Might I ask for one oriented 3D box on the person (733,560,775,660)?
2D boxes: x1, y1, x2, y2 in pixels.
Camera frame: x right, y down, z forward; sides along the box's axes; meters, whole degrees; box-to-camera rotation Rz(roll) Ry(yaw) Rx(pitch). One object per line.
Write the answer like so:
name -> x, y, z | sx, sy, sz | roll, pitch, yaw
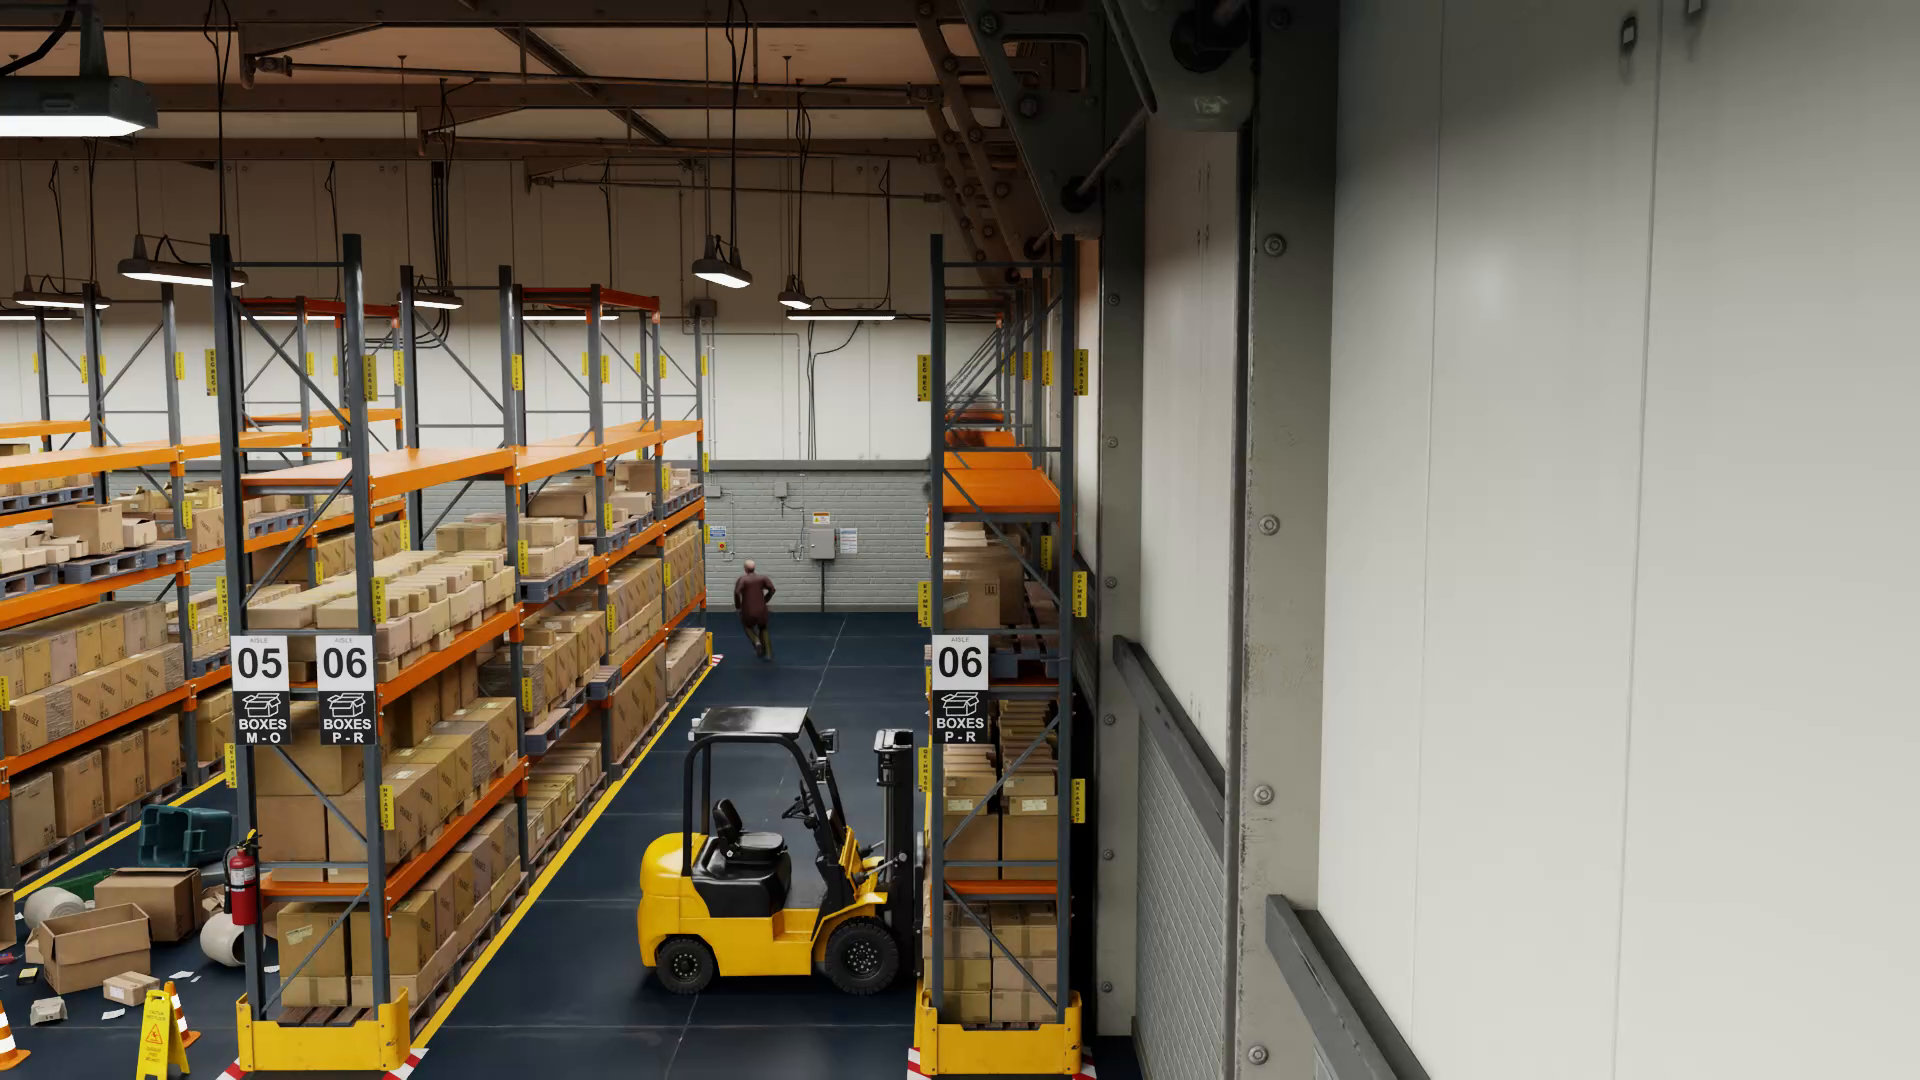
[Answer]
person -> -3.530, 1.190, 28.290 | 0.772, 1.719, 0.590 | -3, 7, -23
